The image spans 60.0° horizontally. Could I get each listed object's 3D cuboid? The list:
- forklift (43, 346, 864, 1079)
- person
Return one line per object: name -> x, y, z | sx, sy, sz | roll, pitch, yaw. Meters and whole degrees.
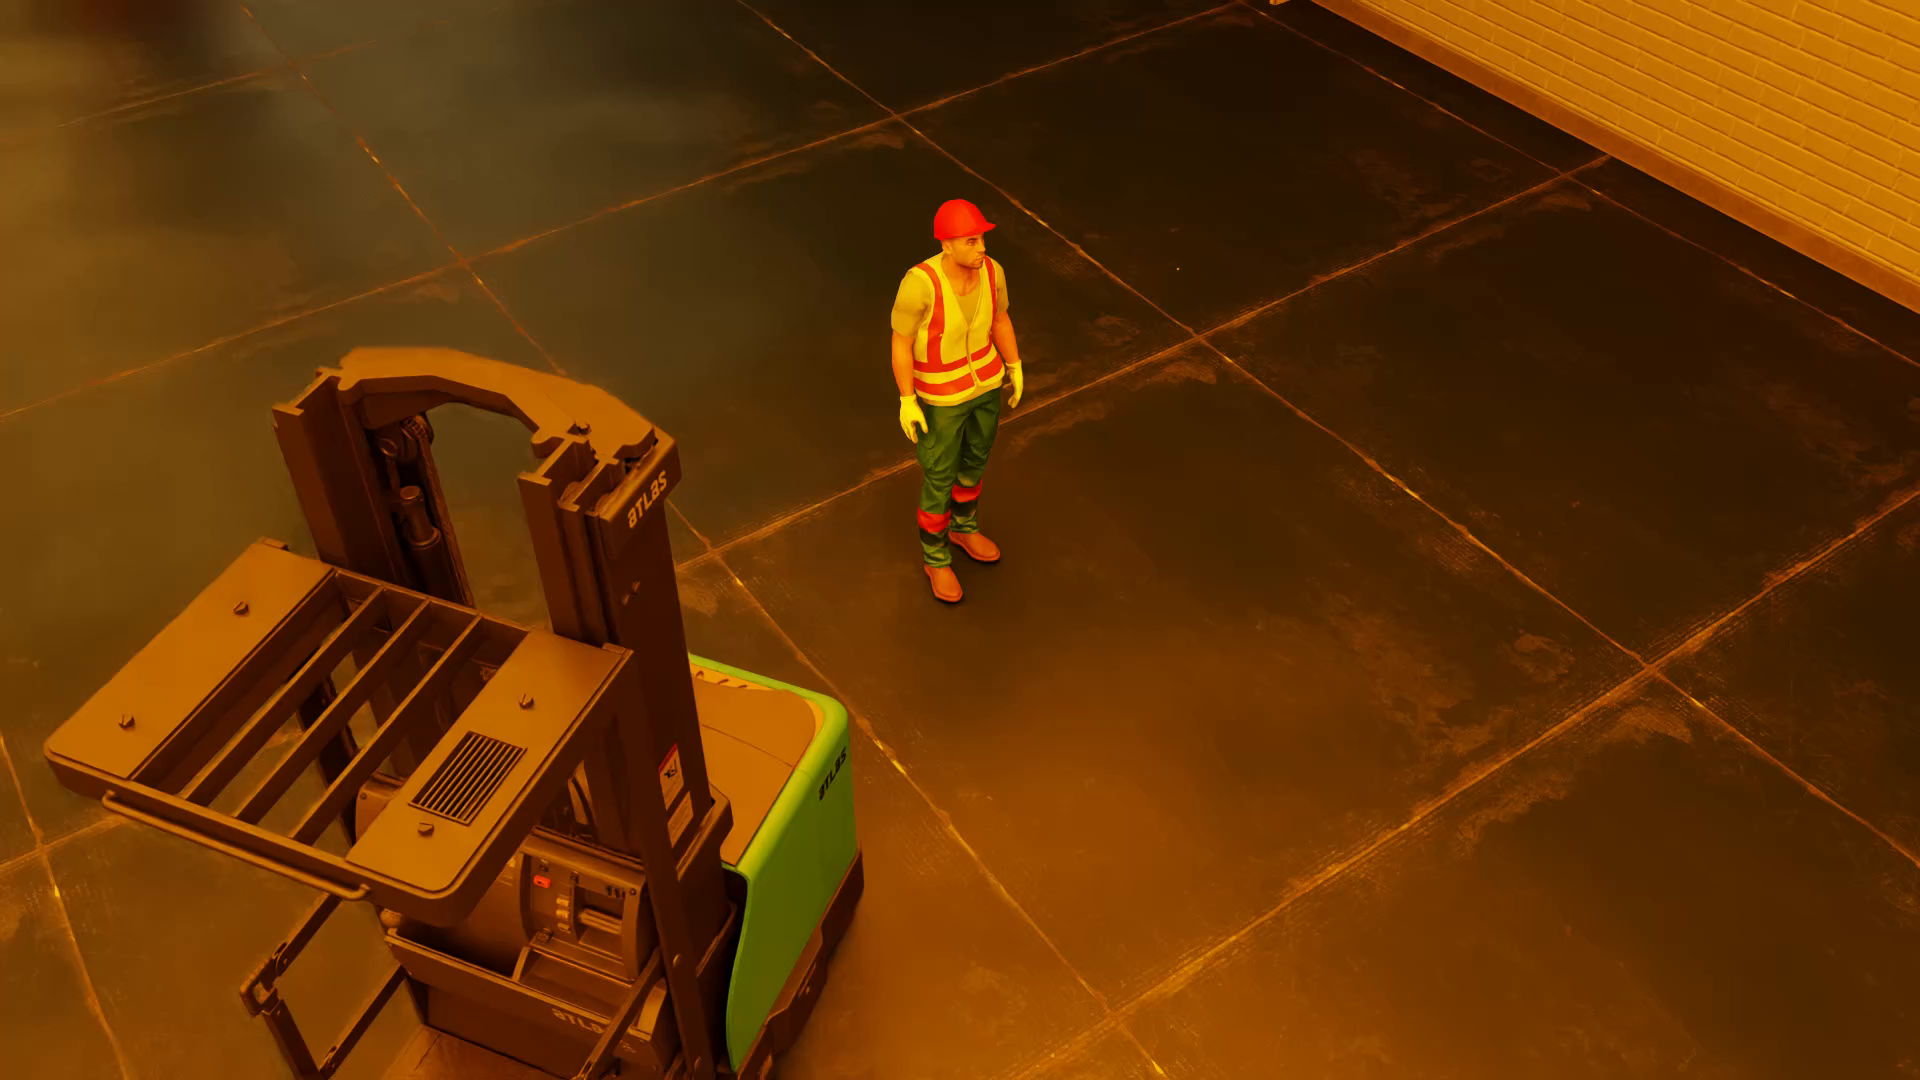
forklift -> -1.385, 1.072, 4.552 | 1.130, 2.935, 3.031 | 15, 45, 16
person -> 0.035, -0.614, 7.213 | 0.637, 1.787, 0.564 | -25, 48, -25
